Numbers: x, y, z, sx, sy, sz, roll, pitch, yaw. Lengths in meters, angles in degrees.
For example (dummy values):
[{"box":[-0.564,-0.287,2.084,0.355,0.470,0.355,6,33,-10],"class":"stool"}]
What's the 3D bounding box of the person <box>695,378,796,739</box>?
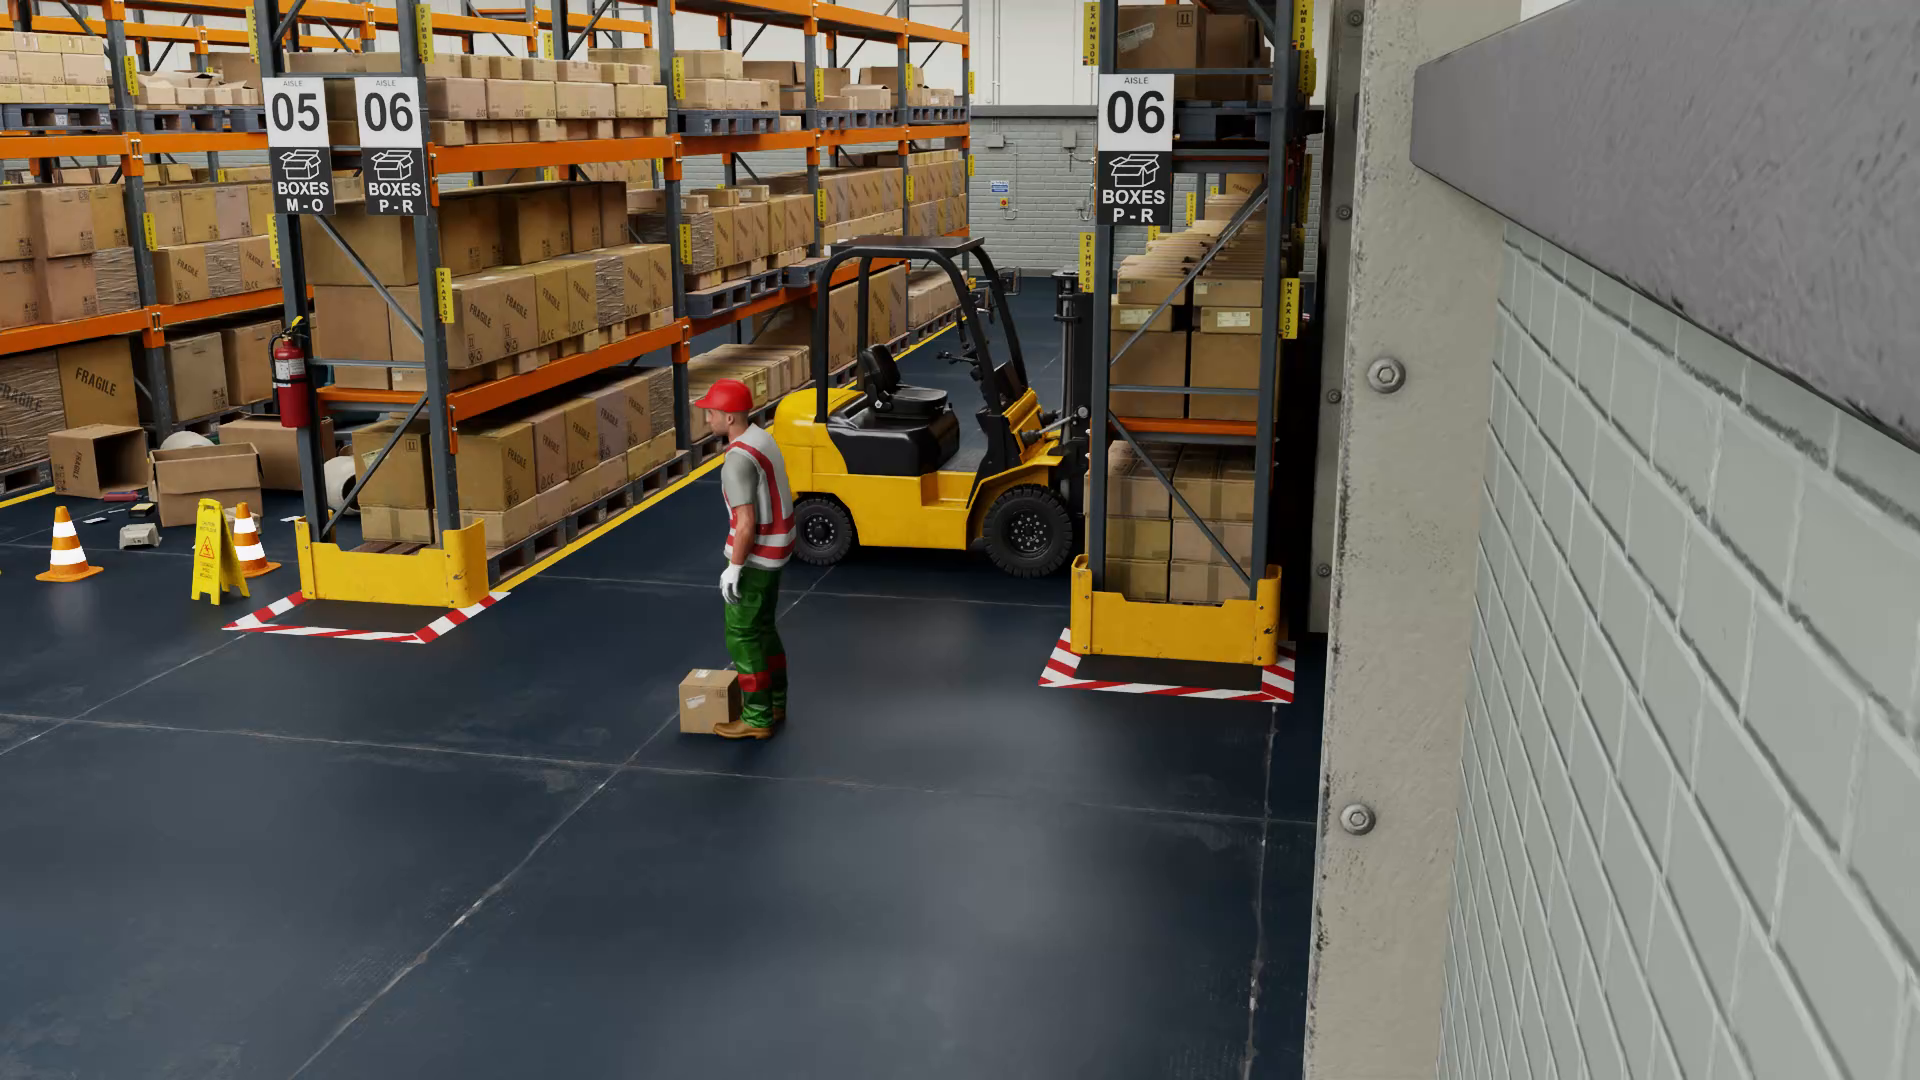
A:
[{"box":[-1.037,0.089,8.135,0.453,1.778,0.617,2,15,8],"class":"person"}]
